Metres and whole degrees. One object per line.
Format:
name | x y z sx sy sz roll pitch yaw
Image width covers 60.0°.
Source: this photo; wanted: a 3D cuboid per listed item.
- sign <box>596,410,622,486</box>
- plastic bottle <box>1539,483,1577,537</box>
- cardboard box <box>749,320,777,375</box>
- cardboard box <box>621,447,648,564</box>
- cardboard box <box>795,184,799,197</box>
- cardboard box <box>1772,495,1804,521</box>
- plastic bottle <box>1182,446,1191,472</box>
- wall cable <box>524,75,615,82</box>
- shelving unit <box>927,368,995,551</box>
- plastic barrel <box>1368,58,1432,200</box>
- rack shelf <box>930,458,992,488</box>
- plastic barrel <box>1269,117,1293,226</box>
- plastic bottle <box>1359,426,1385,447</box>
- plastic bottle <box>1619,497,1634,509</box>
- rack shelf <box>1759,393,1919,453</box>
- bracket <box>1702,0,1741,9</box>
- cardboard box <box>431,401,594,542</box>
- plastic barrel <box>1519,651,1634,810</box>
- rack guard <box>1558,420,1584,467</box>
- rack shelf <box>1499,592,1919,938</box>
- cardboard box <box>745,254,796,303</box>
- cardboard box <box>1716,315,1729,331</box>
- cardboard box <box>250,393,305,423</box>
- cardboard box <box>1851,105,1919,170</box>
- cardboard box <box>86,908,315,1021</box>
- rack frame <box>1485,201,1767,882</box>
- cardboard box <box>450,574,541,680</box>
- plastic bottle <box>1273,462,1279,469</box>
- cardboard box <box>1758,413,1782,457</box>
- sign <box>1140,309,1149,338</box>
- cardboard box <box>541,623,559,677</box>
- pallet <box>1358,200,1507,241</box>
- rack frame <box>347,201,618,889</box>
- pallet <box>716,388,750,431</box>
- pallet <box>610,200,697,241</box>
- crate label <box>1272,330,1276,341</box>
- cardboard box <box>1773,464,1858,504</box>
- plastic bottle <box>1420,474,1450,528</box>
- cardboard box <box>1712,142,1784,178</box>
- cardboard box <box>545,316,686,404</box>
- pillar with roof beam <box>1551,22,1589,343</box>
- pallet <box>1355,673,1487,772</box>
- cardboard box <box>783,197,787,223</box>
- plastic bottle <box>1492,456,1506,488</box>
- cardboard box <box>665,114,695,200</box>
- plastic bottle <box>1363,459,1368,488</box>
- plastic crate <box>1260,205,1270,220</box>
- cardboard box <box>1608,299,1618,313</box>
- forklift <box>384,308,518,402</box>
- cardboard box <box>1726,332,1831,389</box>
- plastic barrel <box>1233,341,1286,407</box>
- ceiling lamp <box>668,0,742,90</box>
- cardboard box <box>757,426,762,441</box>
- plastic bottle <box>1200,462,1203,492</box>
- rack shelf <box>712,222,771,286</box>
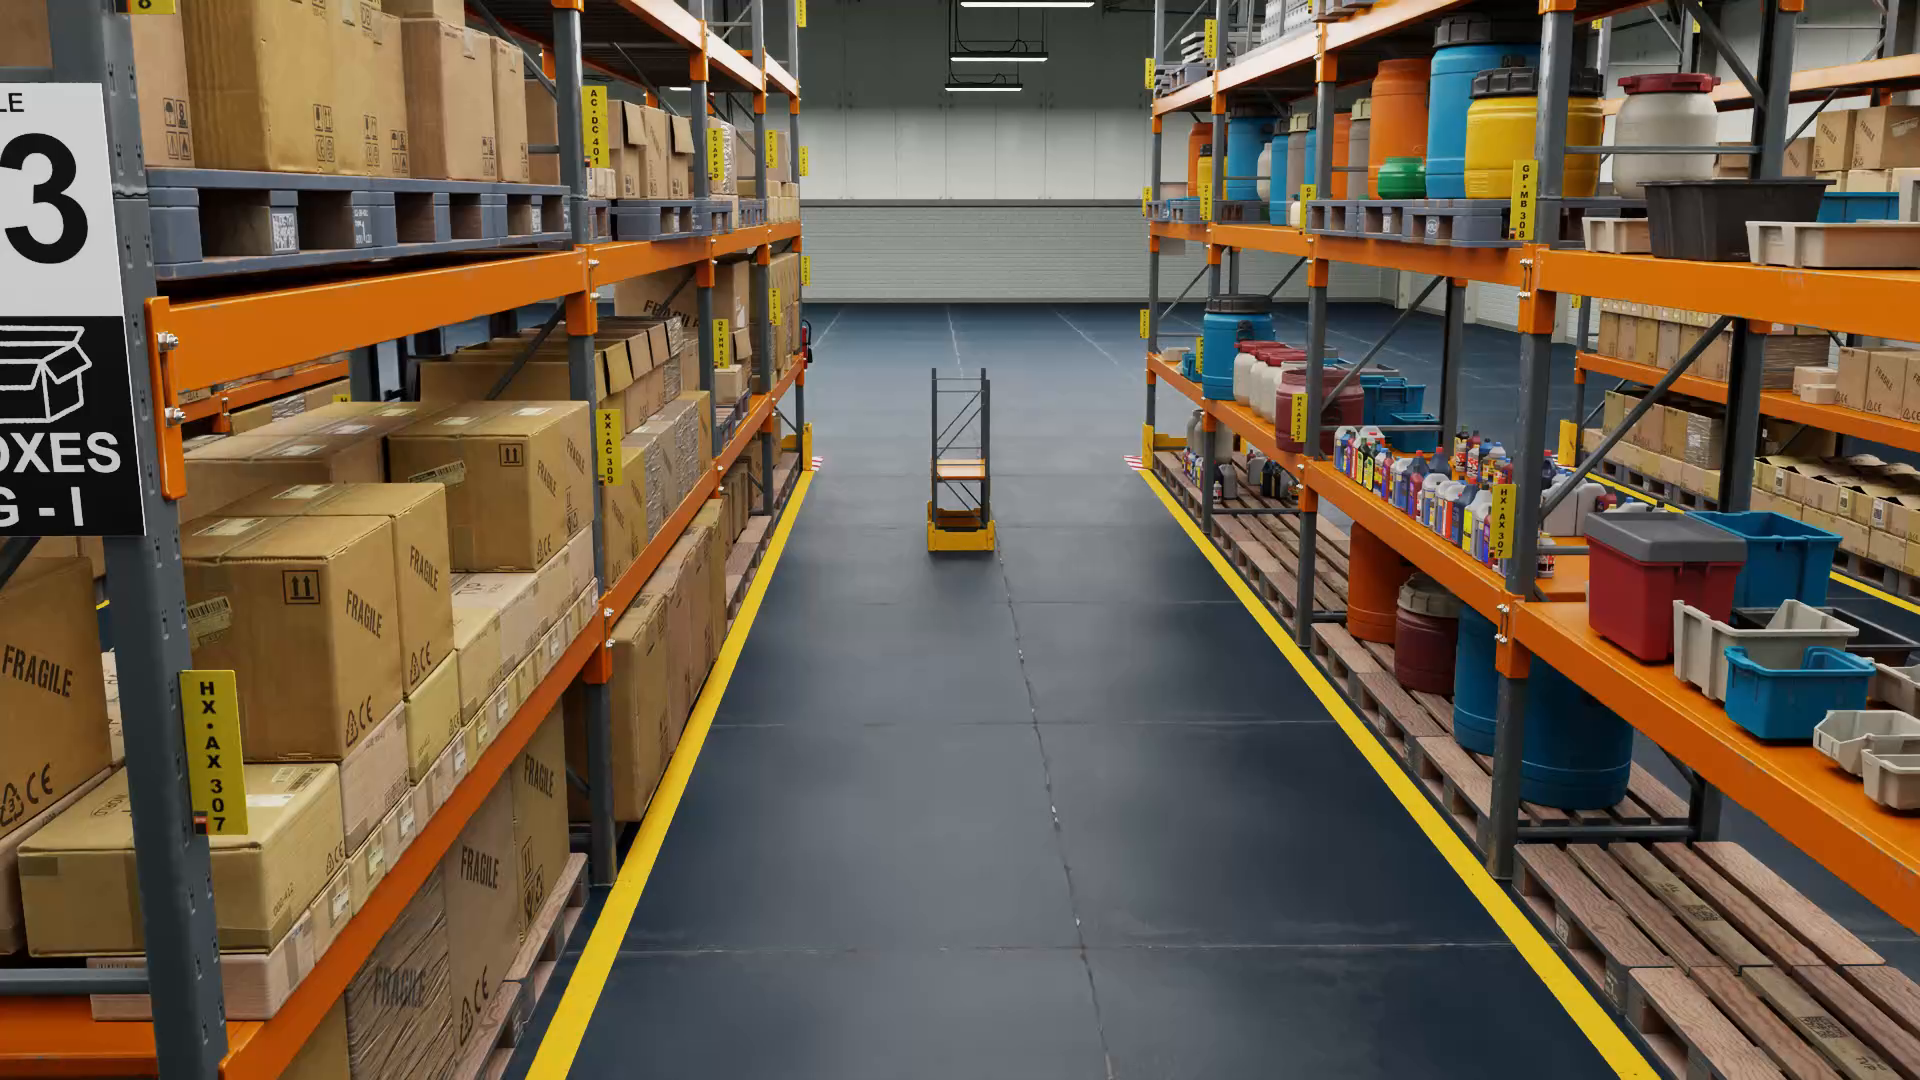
sign | -1.493 -0.392 7.073 0.100 0.325 0.005 0 11 -1
plastic bottle | 3.104 -0.163 8.632 0.152 0.276 0.135 0 11 -1
cardboard box | -2.160 -1.802 15.395 0.875 0.500 0.500 0 11 -1
cardboard box | -1.818 -0.168 8.093 0.500 0.500 0.500 0 11 -1
cardboard box | -1.978 -3.850 18.323 0.380 0.149 0.250 0 11 -1
cardboard box | 7.461 -0.232 14.520 0.500 0.250 0.500 0 11 0
plastic bottle | 2.382 -0.849 17.457 0.097 0.271 0.097 0 11 0
wall cable | -11.613 -14.809 49.090 3.097 2.526 0.112 0 11 -1
shelving unit | -0.002 -0.750 14.985 0.587 1.500 1.083 0 11 -1
plastic barrel | 2.830 -2.516 10.235 0.600 0.830 0.708 0 11 -1
rack shelf | -0.002 -0.576 15.029 0.538 0.185 1.000 0 11 -1
plastic barrel | 2.967 -3.153 14.251 0.600 0.901 0.708 0 11 -1
plastic bottle | 2.660 -0.595 10.759 0.152 0.276 0.135 0 11 -1
plastic bottle | 3.293 -0.074 8.201 0.097 0.271 0.097 0 11 0
rack shelf | 7.733 -0.807 13.302 1.077 0.370 4.000 0 11 -1
bracket | 12.899 -8.731 26.410 0.076 0.066 4.783 0 11 -1
cardboard box | -1.771 -0.276 6.620 0.500 0.500 0.500 0 11 0
plastic barrel | 2.910 0.767 7.955 0.600 0.901 0.708 0 11 -1
rack guard | 7.608 -1.132 19.381 1.175 0.500 0.348 0 11 -1
rack shelf | 2.946 0.803 5.366 1.077 0.370 4.000 0 11 -1
cardboard box | -2.021 -2.789 17.749 0.500 0.500 0.500 0 11 -1
cardboard box | 7.461 -2.078 15.876 0.380 0.149 0.250 -1 11 -3
cardboard box | -7.139 -0.986 16.662 0.875 0.875 0.875 0 11 -1
cardboard box | 7.700 -3.291 13.627 0.500 0.500 0.500 1 12 4
cardboard box | -1.642 0.919 3.614 0.380 0.149 0.250 0 11 -1
rack frame | 2.904 0.053 7.254 1.000 3.000 0.127 0 11 -1
cardboard box | -1.752 0.292 5.705 0.500 0.250 0.500 0 11 0
plastic bottle | 3.133 -0.655 16.297 0.144 0.351 0.185 -1 11 -4
cardboard box | 7.977 -0.976 16.297 0.500 0.500 0.500 0 11 -1
sign | 2.106 -2.467 18.978 0.100 0.325 0.005 0 11 -1
cardboard box | -1.698 0.409 6.131 0.380 0.149 0.250 0 11 0
pallet | 2.764 -1.706 8.852 1.003 0.211 1.213 0 11 -1
rack frame | -2.048 0.073 7.154 1.000 3.000 0.127 0 11 -1
pallet | -2.212 -1.021 13.031 1.003 0.211 1.213 0 11 -1
pallet | -2.038 -1.749 9.068 1.003 0.211 1.213 0 11 1
crate label | 2.965 -1.985 17.211 0.502 0.435 0.616 0 11 -1
cardboard box | 7.456 -0.507 14.465 0.500 0.311 0.500 0 11 -2
plastic bottle | 2.547 -0.209 8.858 0.152 0.276 0.135 0 11 -1
cardboard box | 7.783 -3.680 16.442 0.797 0.503 0.637 1 12 5
cardboard box | -2.131 -1.117 10.247 0.797 0.503 0.637 0 11 1
pillar with roof beam | 8.765 -8.738 35.498 9.100 9.000 0.548 0 11 -1
pallet | 2.902 1.023 9.487 1.003 0.211 1.213 0 11 -1
cardboard box | -2.001 -3.313 16.677 0.500 0.250 0.500 0 11 -2
plastic bottle | 3.256 -0.401 9.989 0.097 0.201 0.097 0 11 0
cardboard box | -2.046 -2.327 10.127 0.797 0.503 0.637 0 11 2
plastic bottle | 2.495 -0.416 10.065 0.097 0.201 0.097 0 11 0
plastic crate | 2.979 -3.218 16.367 0.336 0.188 0.450 0 11 -1
cardboard box | 7.410 -2.588 18.387 0.380 0.149 0.250 -1 11 -3
forklift | -4.599 -1.491 15.037 1.130 2.935 3.031 0 11 -1
cardboard box | 7.676 -1.694 15.614 0.700 0.500 0.500 -1 11 -3
plastic barrel | 2.540 -1.413 14.138 0.433 0.535 0.433 0 11 0
ceiling lamp | -6.456 -13.154 42.584 2.000 3.185 0.800 0 11 -1
cardboard box | -2.259 -0.926 17.308 0.500 0.500 0.500 1 11 4
plastic bottle | 2.389 -0.619 16.291 0.061 0.283 0.133 1 11 3
rack shelf | -2.172 -2.237 12.806 1.077 0.370 4.000 0 11 -1
